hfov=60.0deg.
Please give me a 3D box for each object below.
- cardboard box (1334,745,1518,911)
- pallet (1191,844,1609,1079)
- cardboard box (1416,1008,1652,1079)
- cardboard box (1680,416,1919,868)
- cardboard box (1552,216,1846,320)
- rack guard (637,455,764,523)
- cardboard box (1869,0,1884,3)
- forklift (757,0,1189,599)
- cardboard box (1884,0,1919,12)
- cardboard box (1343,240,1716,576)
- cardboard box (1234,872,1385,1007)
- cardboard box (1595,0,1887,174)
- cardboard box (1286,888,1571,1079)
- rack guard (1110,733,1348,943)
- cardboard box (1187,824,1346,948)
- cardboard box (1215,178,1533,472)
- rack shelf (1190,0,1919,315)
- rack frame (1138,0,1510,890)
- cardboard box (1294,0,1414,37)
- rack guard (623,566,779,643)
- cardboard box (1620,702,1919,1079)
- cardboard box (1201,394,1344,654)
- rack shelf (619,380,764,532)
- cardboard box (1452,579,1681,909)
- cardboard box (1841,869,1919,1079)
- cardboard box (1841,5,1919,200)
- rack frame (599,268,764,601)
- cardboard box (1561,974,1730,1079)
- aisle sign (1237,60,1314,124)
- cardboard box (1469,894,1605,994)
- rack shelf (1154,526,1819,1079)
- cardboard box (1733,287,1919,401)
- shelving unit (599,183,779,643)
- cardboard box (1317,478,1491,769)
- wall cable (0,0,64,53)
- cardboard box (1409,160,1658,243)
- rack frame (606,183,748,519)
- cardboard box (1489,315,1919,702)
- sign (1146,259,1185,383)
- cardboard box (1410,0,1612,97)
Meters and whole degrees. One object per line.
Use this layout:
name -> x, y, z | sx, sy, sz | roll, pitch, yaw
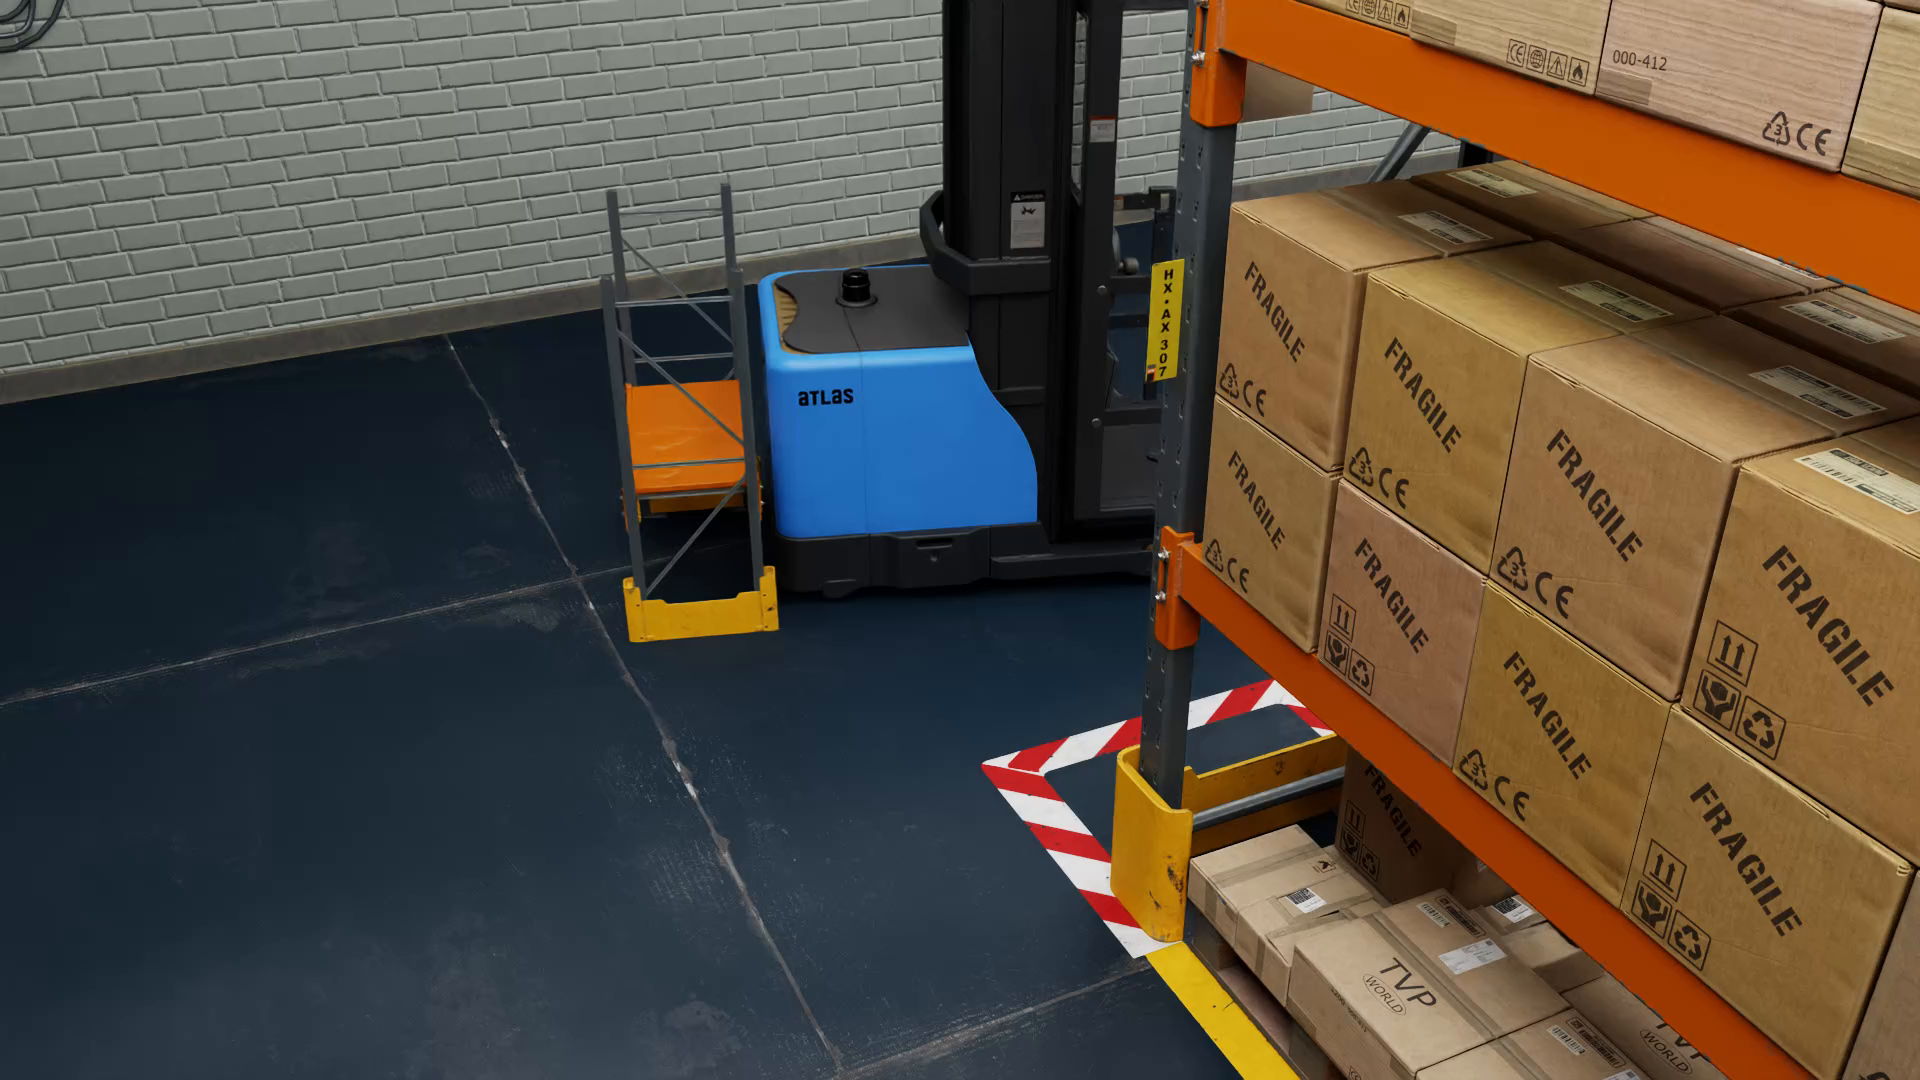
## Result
cardboard box -> 1.480, 0.784, 4.891 | 0.500, 0.500, 0.500 | -13, 32, -22
pallet -> 1.399, 1.299, 4.718 | 1.003, 0.211, 1.213 | -13, 32, -22
cardboard box -> 1.430, 1.446, 3.966 | 0.500, 0.250, 0.500 | -13, 32, -22
cardboard box -> 1.636, 0.144, 2.801 | 0.500, 0.500, 0.500 | -13, 32, -22
cardboard box -> 1.681, -0.421, 3.809 | 0.500, 0.500, 0.500 | -12, 32, -21
rack guard -> -1.176, -0.228, 7.400 | 0.587, 0.250, 0.087 | -5, 30, -8
cardboard box -> 1.438, -1.040, 2.614 | 0.500, 0.250, 0.500 | -13, 32, -22
forklift -> 0.686, -1.360, 6.678 | 3.031, 2.935, 1.130 | -4, 30, -7
cardboard box -> 1.649, -0.819, 2.218 | 0.500, 0.250, 0.500 | -13, 32, -22
cardboard box -> 1.207, -0.302, 3.597 | 0.500, 0.500, 0.500 | -13, 32, -21
cardboard box -> 1.000, 1.109, 4.653 | 0.380, 0.166, 0.250 | -13, 32, -22
cardboard box -> 1.434, -0.821, 2.734 | 0.500, 0.250, 0.500 | -13, 32, -22
cardboard box -> 1.216, 1.225, 4.360 | 0.500, 0.250, 0.500 | -13, 32, -22
rack guard -> 1.056, 0.821, 5.275 | 1.175, 0.500, 0.348 | -13, 32, -22
cardboard box -> 0.893, 1.006, 4.854 | 0.380, 0.149, 0.250 | -13, 32, -22
cardboard box -> 0.976, -0.531, 4.006 | 0.500, 0.500, 0.500 | -12, 31, -20
rack shelf -> 1.882, -0.414, 2.590 | 1.077, 0.370, 4.000 | -13, 32, -22
rack frame -> 1.024, -0.303, 4.723 | 1.000, 3.000, 0.127 | -13, 32, -22
cardboard box -> 1.015, -1.265, 3.526 | 0.500, 0.250, 0.500 | -13, 32, -22
rack guard -> -1.015, 0.252, 6.543 | 0.587, 0.250, 0.087 | -5, 30, -8
cardboard box -> 1.628, 0.575, 3.055 | 0.500, 0.500, 0.500 | -13, 32, -21
cardboard box -> 0.976, -0.095, 4.250 | 0.500, 0.500, 0.500 | -12, 32, -21
rack shelf -> -1.095, -0.372, 6.746 | 0.538, 0.185, 1.000 | -5, 30, -8
cardboard box -> 1.415, 0.354, 3.449 | 0.500, 0.500, 0.500 | -13, 32, -22
cardboard box -> 1.849, 0.800, 2.655 | 0.500, 0.500, 0.500 | -12, 32, -21
cardboard box -> 1.654, -0.602, 2.343 | 0.500, 0.250, 0.500 | -13, 32, -22
rack frame -> -1.014, -0.283, 6.220 | 0.500, 1.500, 0.032 | -5, 30, -8
cardboard box -> 1.860, 1.319, 4.192 | 0.500, 0.250, 0.500 | -13, 32, -22
aisle sign -> 0.729, -1.405, 4.031 | 0.394, 0.787, 0.004 | -13, 32, -22
cardboard box -> 1.572, 1.127, 4.620 | 0.380, 0.166, 0.250 | -13, 32, -22
rack shelf -> 1.882, 0.895, 3.323 | 1.077, 0.370, 4.000 | -13, 32, -22
cardboard box -> 1.908, -0.193, 3.402 | 0.500, 0.500, 0.500 | -12, 32, -21
shelving unit -> -1.097, -0.533, 6.666 | 0.587, 1.500, 1.083 | -5, 30, -8
cardboard box -> 1.202, 0.132, 3.846 | 0.500, 0.500, 0.500 | -13, 32, -22
wall cable -> -5.554, -3.097, 6.747 | 3.097, 2.526, 0.112 | -13, 32, -22
cardboard box -> 1.463, -0.644, 4.206 | 0.500, 0.500, 0.500 | -13, 32, -22
rack frame -> -1.178, -0.774, 7.095 | 0.500, 1.500, 0.032 | -5, 30, -8
cardboard box -> 1.418, -0.080, 3.201 | 0.500, 0.500, 0.500 | -13, 32, -21
sign -> 0.534, -0.566, 4.308 | 0.100, 0.325, 0.005 | -13, 32, -22
cardboard box -> 1.218, -1.042, 3.127 | 0.500, 0.250, 0.500 | -13, 32, -22
